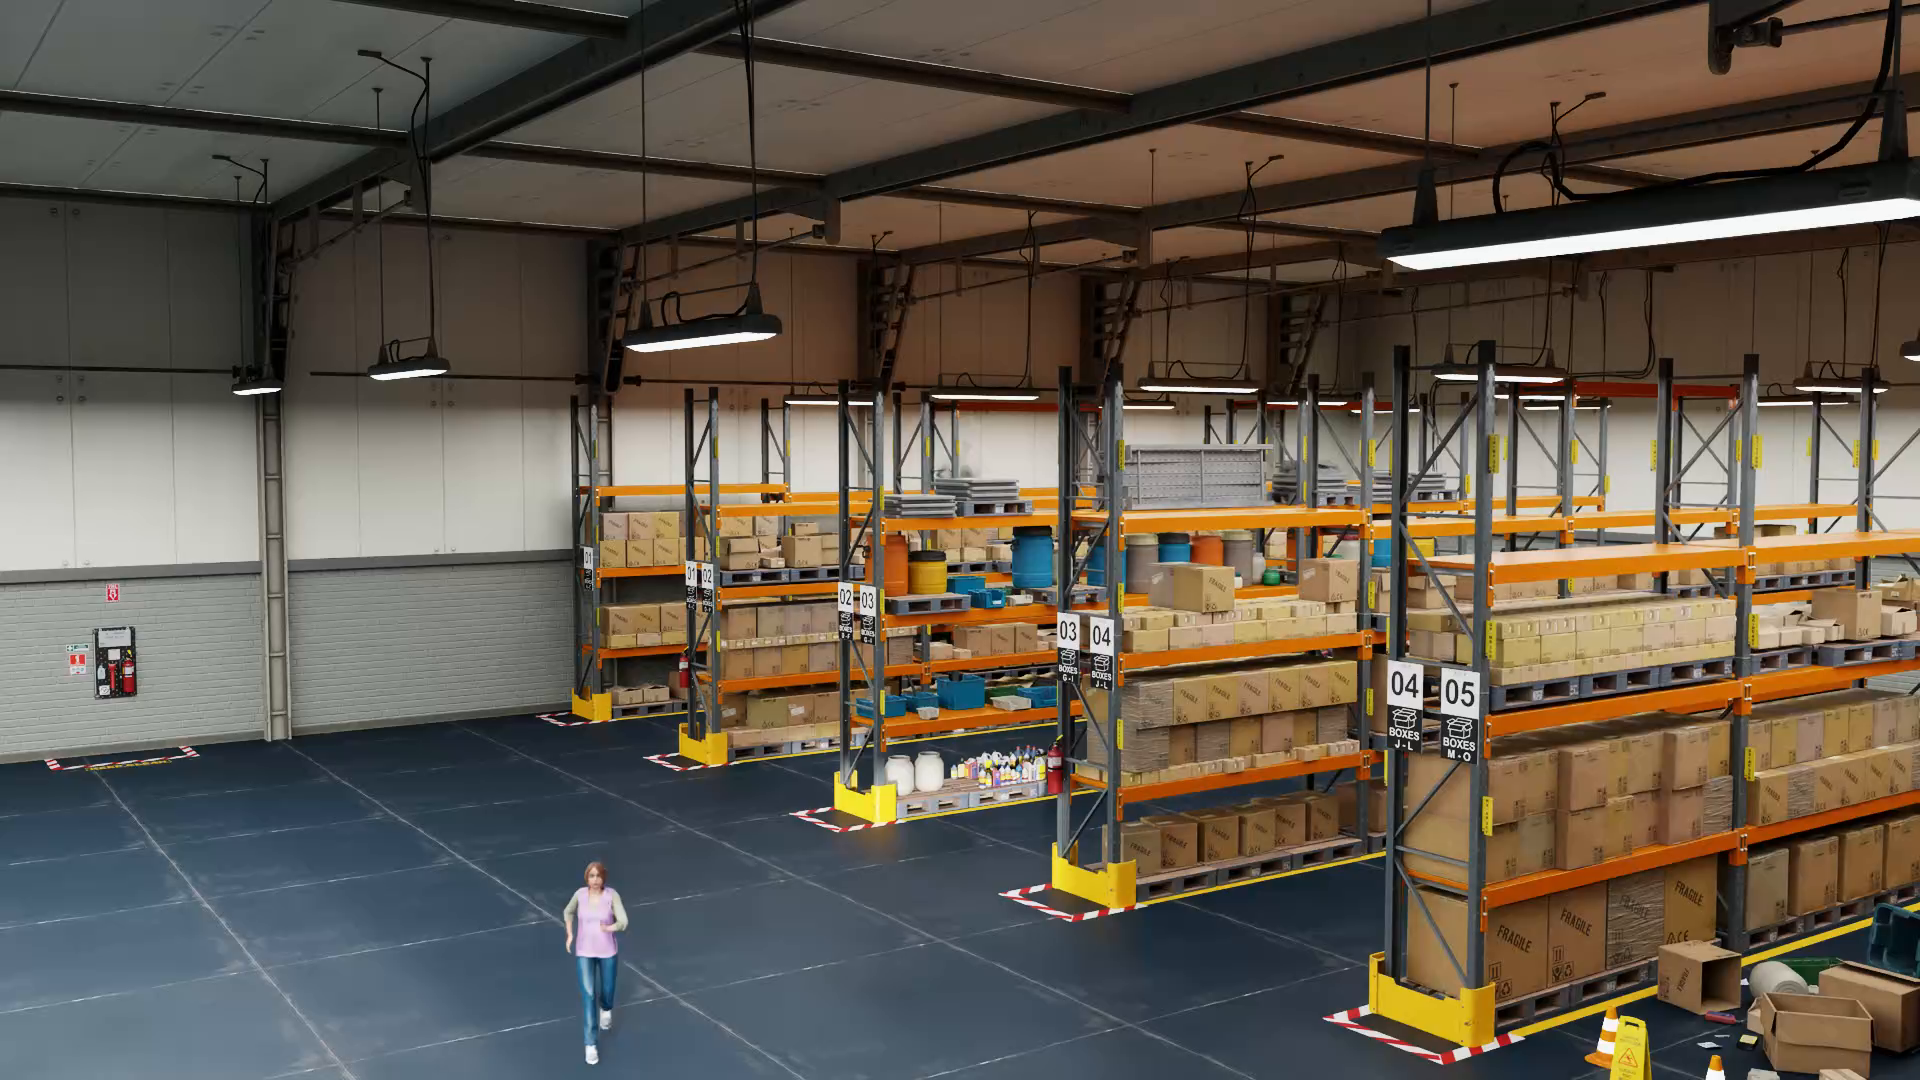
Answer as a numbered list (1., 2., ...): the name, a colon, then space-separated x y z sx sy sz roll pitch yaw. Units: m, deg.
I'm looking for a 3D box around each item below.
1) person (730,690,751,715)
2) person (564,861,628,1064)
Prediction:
1. person: -3.775 2.585 28.991 0.945 1.676 0.709 -3 5 -43
2. person: -3.074 3.498 14.052 0.536 1.586 0.893 -1 4 -12
